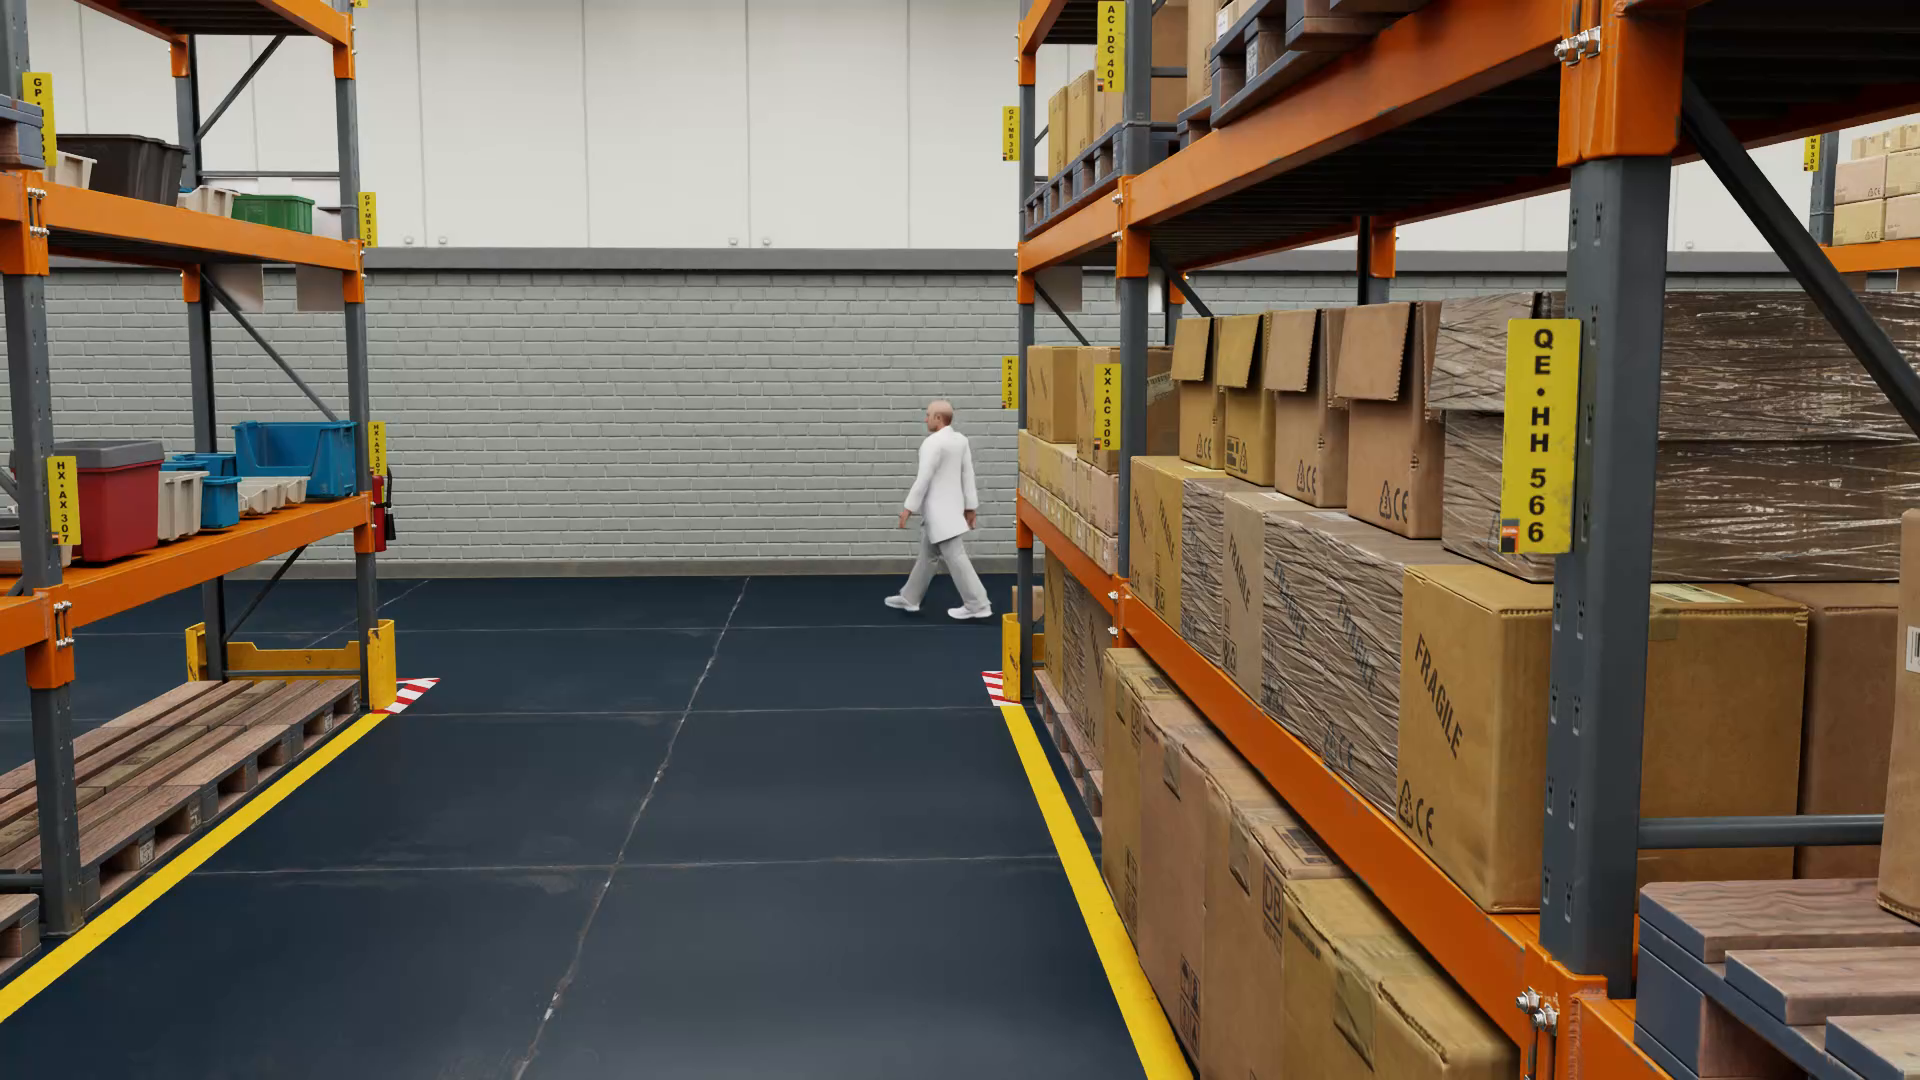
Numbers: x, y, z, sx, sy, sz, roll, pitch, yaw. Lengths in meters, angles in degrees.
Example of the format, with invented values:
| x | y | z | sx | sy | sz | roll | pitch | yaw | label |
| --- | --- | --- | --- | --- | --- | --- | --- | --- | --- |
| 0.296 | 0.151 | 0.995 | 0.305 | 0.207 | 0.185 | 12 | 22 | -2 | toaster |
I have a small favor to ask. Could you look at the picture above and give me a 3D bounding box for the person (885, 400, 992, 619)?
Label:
| x | y | z | sx | sy | sz | roll | pitch | yaw | label |
| --- | --- | --- | --- | --- | --- | --- | --- | --- | --- |
| -0.219 | -0.249 | 13.274 | 1.050 | 1.731 | 0.652 | 3 | 7 | 26 | person |
